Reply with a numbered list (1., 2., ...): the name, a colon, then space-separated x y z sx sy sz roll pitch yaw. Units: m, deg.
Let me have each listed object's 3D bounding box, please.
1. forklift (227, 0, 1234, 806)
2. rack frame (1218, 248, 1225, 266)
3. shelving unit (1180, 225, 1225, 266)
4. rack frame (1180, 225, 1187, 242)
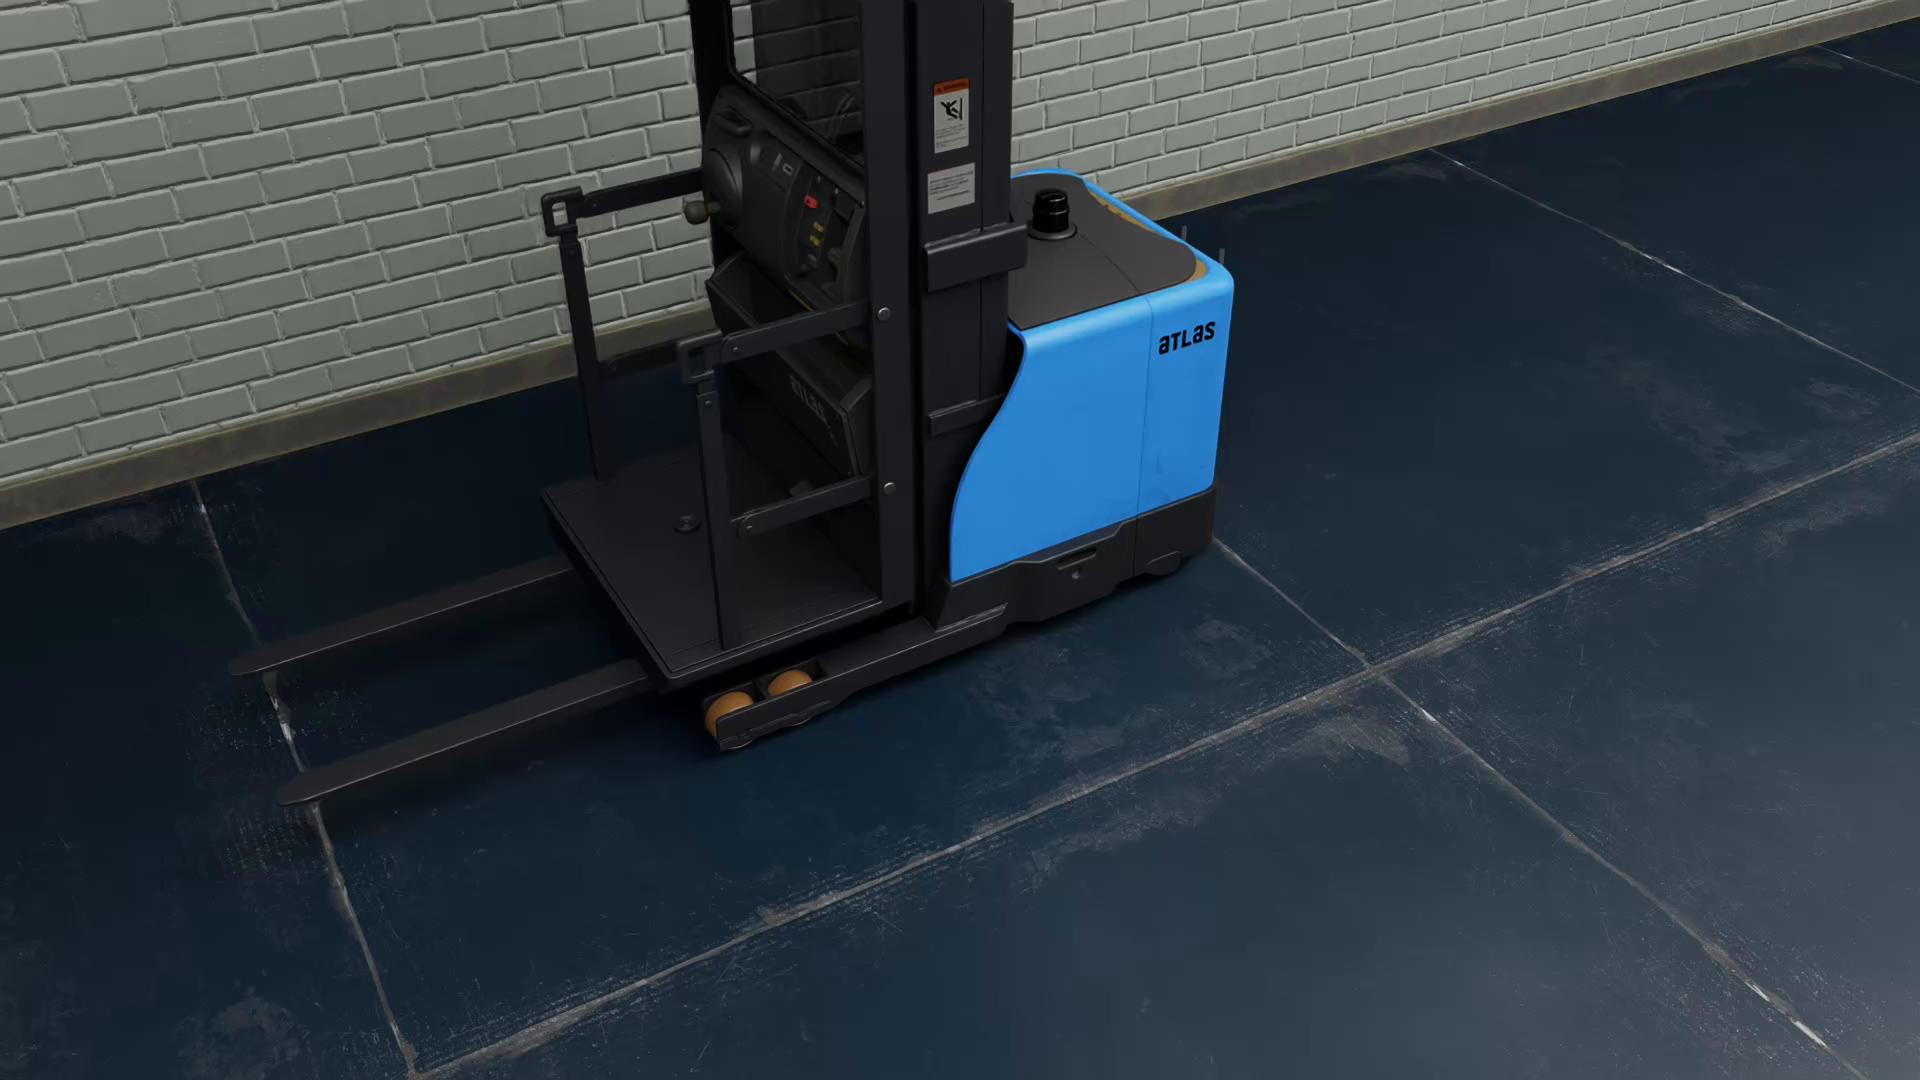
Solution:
1. forklift: -0.677 -0.925 4.532 3.031 2.935 1.130 -19 40 -24
2. rack frame: 0.782 -0.575 5.774 0.240 0.900 0.006 -20 41 -25
3. shelving unit: 0.728 -0.626 5.844 0.258 0.900 0.210 -20 41 -25
4. rack frame: 0.675 -0.676 5.913 0.240 0.900 0.006 -20 41 -25
